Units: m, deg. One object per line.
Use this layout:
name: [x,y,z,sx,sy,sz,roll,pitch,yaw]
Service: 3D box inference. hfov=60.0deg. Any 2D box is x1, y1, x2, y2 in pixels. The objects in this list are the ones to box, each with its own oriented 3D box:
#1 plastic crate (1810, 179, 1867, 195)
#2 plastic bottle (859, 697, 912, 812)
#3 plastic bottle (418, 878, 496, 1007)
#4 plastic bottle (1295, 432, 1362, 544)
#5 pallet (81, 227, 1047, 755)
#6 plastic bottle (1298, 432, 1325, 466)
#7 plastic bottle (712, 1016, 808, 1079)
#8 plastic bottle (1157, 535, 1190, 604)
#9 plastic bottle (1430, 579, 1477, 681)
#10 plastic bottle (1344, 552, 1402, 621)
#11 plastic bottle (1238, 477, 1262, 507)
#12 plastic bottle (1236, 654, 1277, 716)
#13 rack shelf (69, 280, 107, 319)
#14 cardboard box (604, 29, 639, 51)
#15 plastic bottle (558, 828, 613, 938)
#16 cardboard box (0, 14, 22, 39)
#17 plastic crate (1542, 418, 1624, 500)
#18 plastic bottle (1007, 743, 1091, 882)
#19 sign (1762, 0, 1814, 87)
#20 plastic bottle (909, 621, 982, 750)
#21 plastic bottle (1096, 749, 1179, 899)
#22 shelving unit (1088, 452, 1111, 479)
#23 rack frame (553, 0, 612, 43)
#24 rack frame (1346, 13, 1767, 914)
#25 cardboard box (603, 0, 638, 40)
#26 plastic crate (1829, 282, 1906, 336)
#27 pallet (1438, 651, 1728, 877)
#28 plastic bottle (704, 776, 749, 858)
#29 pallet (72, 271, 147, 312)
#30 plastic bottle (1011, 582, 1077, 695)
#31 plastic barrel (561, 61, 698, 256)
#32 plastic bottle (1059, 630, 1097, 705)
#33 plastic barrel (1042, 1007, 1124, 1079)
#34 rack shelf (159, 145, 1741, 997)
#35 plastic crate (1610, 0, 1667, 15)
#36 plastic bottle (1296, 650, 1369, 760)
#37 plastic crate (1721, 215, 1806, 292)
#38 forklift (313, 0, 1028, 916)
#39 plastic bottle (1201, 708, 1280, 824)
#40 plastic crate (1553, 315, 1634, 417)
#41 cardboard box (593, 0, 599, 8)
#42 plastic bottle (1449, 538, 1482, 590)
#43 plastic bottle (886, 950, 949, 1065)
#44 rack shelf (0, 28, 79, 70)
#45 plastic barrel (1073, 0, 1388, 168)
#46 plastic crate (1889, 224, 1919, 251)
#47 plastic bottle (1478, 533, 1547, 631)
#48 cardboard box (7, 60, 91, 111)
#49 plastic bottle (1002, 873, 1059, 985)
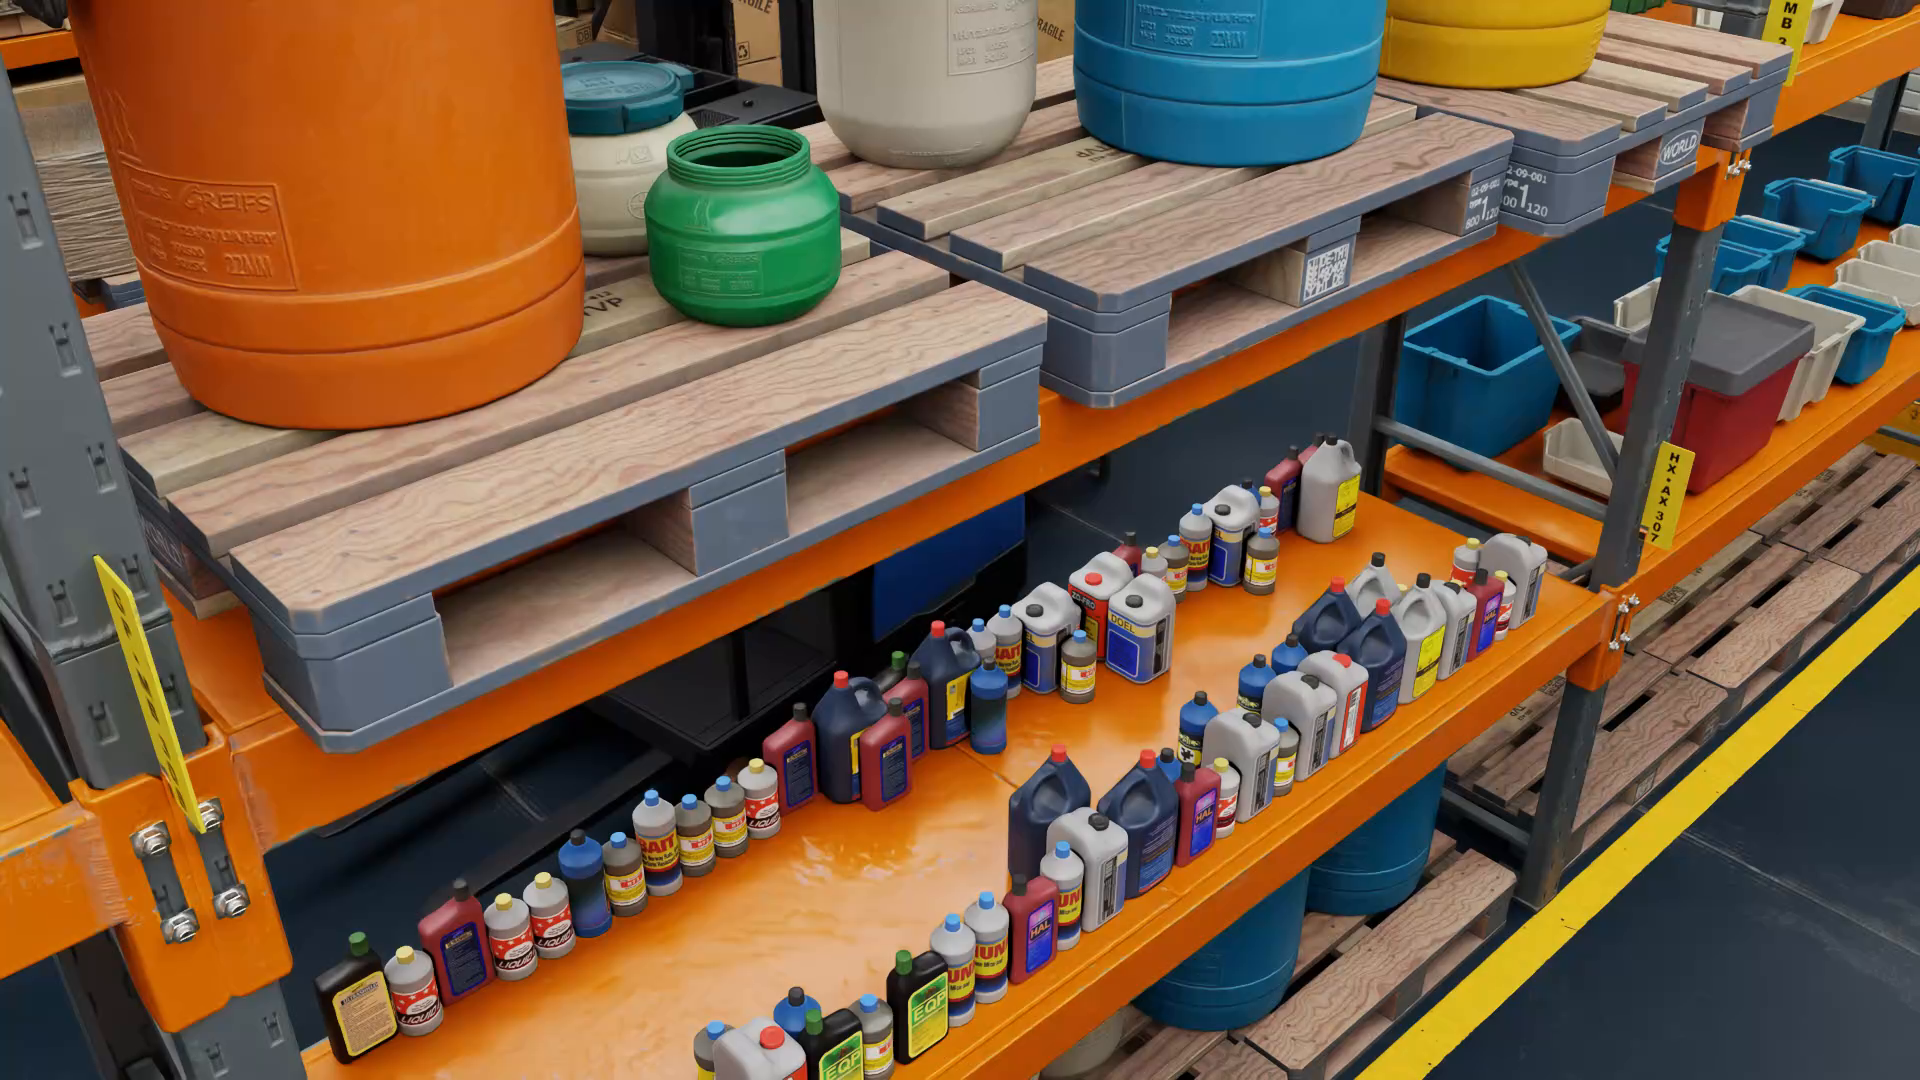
plastic crate: [3.908,-1.506,7.533,0.298,0.136,0.250,-26,40,-35]
plastic bottle: [-0.184,0.528,4.123,0.133,0.283,0.061,-26,40,-35]
plastic bottle: [-1.087,0.862,3.577,0.133,0.283,0.061,-26,40,-35]
plastic bottle: [1.163,-0.182,5.220,0.185,0.351,0.144,-26,40,-35]
pallet: [-0.635,-0.232,2.561,1.213,0.211,1.003,-26,40,-35]
plastic bottle: [1.112,-0.202,5.316,0.133,0.283,0.061,-26,40,-35]
plastic bottle: [-0.386,1.060,3.261,0.135,0.276,0.152,-26,40,-35]
plastic bottle: [0.629,0.080,4.934,0.097,0.201,0.097,0,31,0]
plastic bottle: [1.334,0.228,4.621,0.135,0.276,0.152,-26,40,-35]
plastic bottle: [1.121,0.199,4.597,0.185,0.351,0.144,-26,40,-35]
plastic bottle: [0.870,-0.067,5.107,0.097,0.271,0.097,0,31,0]
plastic bottle: [0.767,0.415,4.319,0.097,0.271,0.097,0,31,0]
rack shelf: [-3.161,-1.098,7.360,4.000,0.370,1.077,-26,40,-35]
cardboard box: [-1.502,-2.433,8.757,0.500,0.500,0.500,-25,39,-35]
plastic bottle: [-0.847,0.764,3.749,0.097,0.271,0.097,0,31,0]
cardboard box: [-6.082,-3.247,10.407,0.250,0.149,0.380,-27,41,-37]
plastic crate: [2.109,-0.242,5.465,0.243,0.136,0.396,-26,40,-35]
plastic bottle: [0.209,0.634,3.885,0.185,0.351,0.144,-26,40,-35]
sign: [2.043,-1.291,4.101,0.005,0.325,0.100,-26,40,-35]
plastic bottle: [-0.039,0.356,4.340,0.185,0.351,0.144,-26,40,-35]
plastic bottle: [0.412,0.645,3.868,0.185,0.351,0.144,-26,40,-35]
shelving unit: [0.213,-0.669,7.766,0.538,1.125,1.048,24,39,34]
rack frame: [-1.694,-2.114,8.333,0.127,3.000,1.000,-26,40,-35]
rack frame: [1.671,-0.218,5.232,0.127,3.000,1.000,-26,40,-35]
cardboard box: [-1.500,-2.862,8.501,0.500,0.500,0.500,-26,40,-35]
plastic crate: [3.515,-0.874,6.499,0.250,0.136,0.298,-26,40,-35]
pallet: [2.184,0.696,6.410,1.213,0.211,1.003,-26,40,-35]
plastic bottle: [-0.561,0.656,3.993,0.097,0.201,0.097,0,31,0]
pallet: [-3.205,-1.305,7.193,1.213,0.211,1.003,-26,40,-35]
plastic bottle: [0.223,0.264,4.562,0.135,0.276,0.152,-26,40,-35]
plastic barrel: [-0.576,-0.636,2.769,0.301,0.262,0.301,0,31,0]
plastic bottle: [0.322,0.337,4.514,0.097,0.201,0.097,0,31,0]
plastic barrel: [0.266,1.268,4.784,0.421,0.512,0.421,0,31,0]
rack shelf: [0.204,-0.482,3.477,4.000,0.370,1.077,-26,40,-35]
plastic crate: [1.776,-1.673,4.939,0.662,0.188,0.450,-26,40,-35]
plastic bottle: [0.964,0.407,4.329,0.135,0.276,0.152,-26,40,-35]
plastic crate: [3.234,-1.163,6.879,0.300,0.233,0.416,-26,40,-35]
forklift: [-1.014,-0.573,5.878,1.130,2.935,3.031,22,38,32]
plastic bottle: [0.695,0.537,4.116,0.135,0.276,0.152,-26,40,-35]
plastic crate: [2.309,-0.626,6.105,0.590,0.125,0.437,-26,40,-35]
cardboard box: [-2.735,-4.324,13.317,0.250,0.149,0.380,-25,39,-34]
plastic bottle: [1.503,0.089,4.920,0.097,0.201,0.097,0,31,0]
plastic bottle: [-0.087,0.944,3.442,0.133,0.283,0.061,-26,40,-35]
rack shelf: [-6.532,-2.992,10.457,4.000,0.370,1.077,-26,40,-35]
plastic barrel: [0.523,-1.227,3.123,0.708,0.901,0.600,-26,40,-35]
plastic crate: [4.129,-1.192,7.019,0.243,0.136,0.396,-26,40,-35]
plastic bottle: [1.602,0.098,4.833,0.135,0.276,0.152,-26,40,-35]
cardboard box: [-6.103,-2.673,10.905,0.750,0.750,0.750,-24,39,-34]
plastic bottle: [0.153,0.828,3.632,0.133,0.283,0.061,-26,40,-35]
